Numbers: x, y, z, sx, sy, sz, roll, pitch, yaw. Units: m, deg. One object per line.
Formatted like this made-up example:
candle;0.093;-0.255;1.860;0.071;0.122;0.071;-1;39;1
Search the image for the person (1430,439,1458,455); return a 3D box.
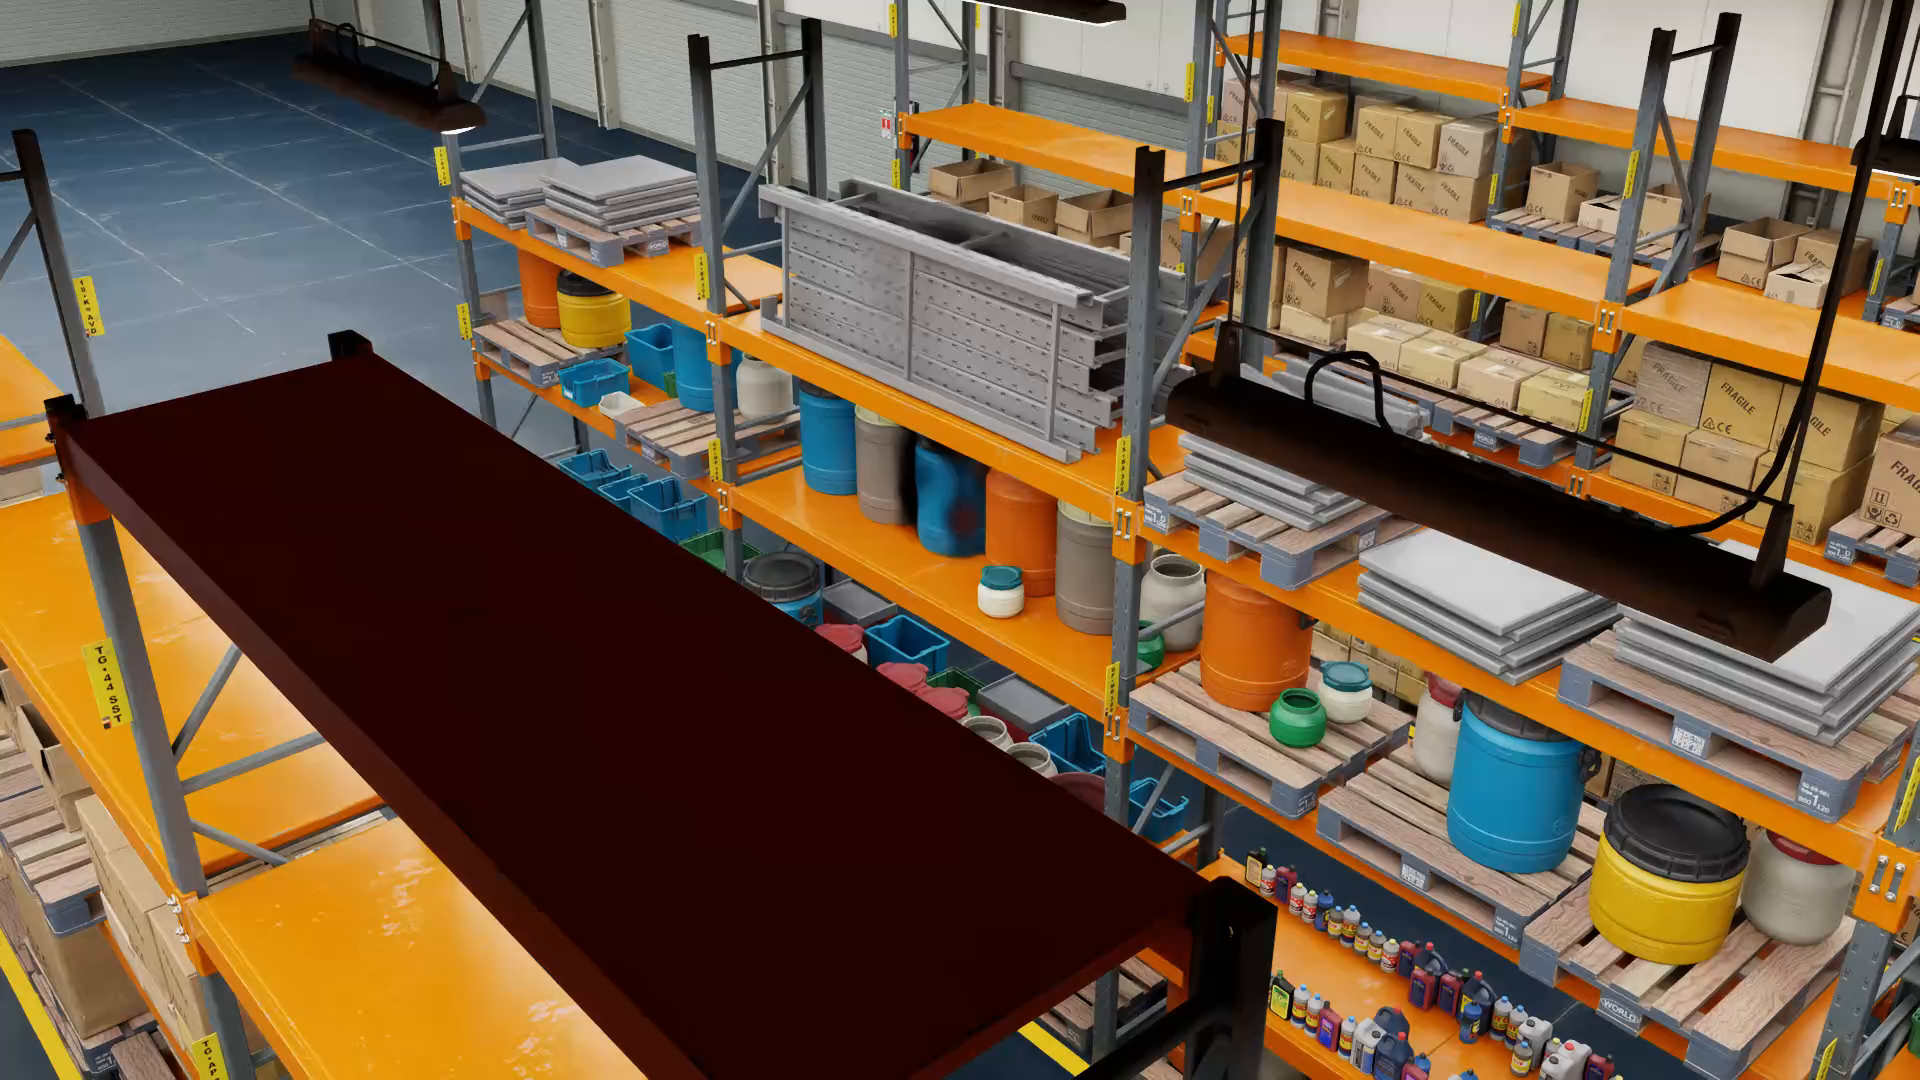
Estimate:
person;4.935;-0.671;17.083;0.750;1.655;0.717;3;27;7
